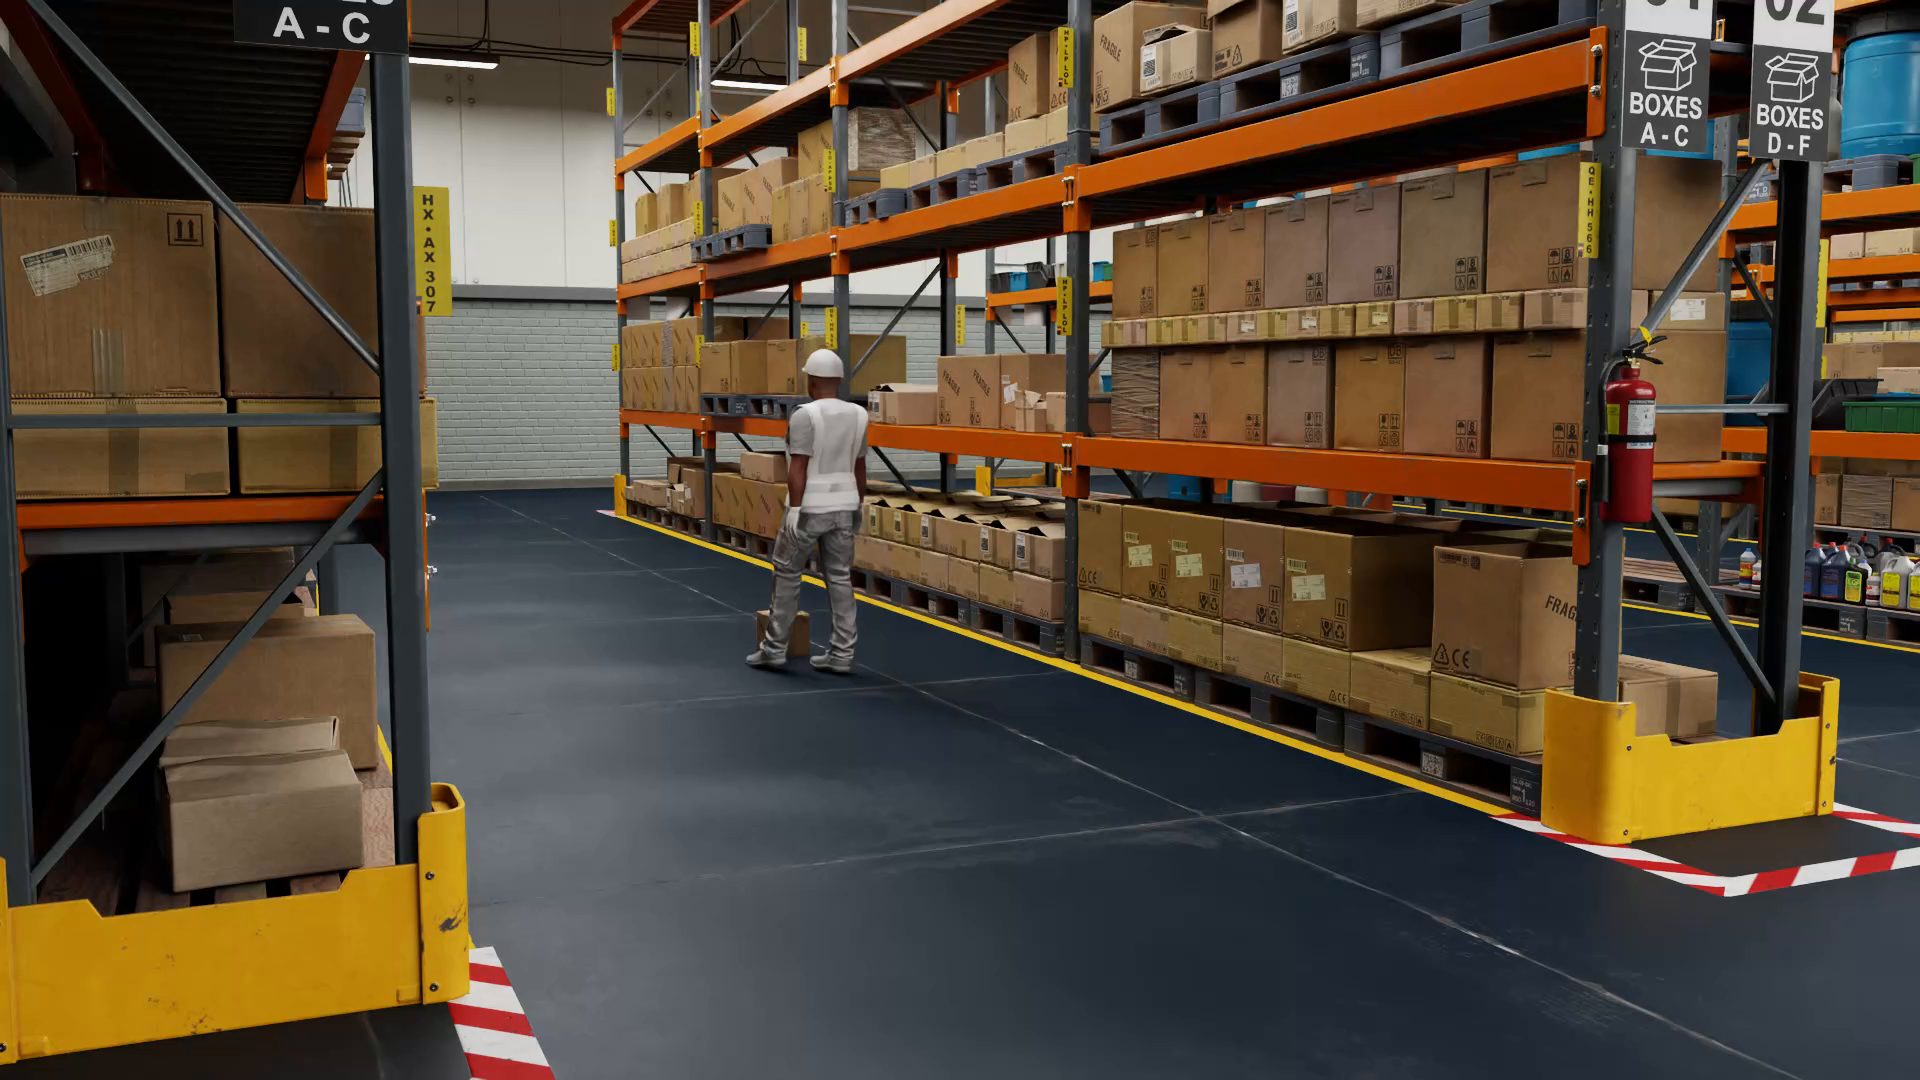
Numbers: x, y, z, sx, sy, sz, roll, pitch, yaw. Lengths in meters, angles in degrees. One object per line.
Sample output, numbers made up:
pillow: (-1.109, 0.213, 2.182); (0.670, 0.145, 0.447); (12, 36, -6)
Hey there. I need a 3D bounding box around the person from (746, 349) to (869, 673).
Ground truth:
person: (-0.849, -0.172, 9.322); (0.578, 1.778, 0.653); (-5, 7, -41)
